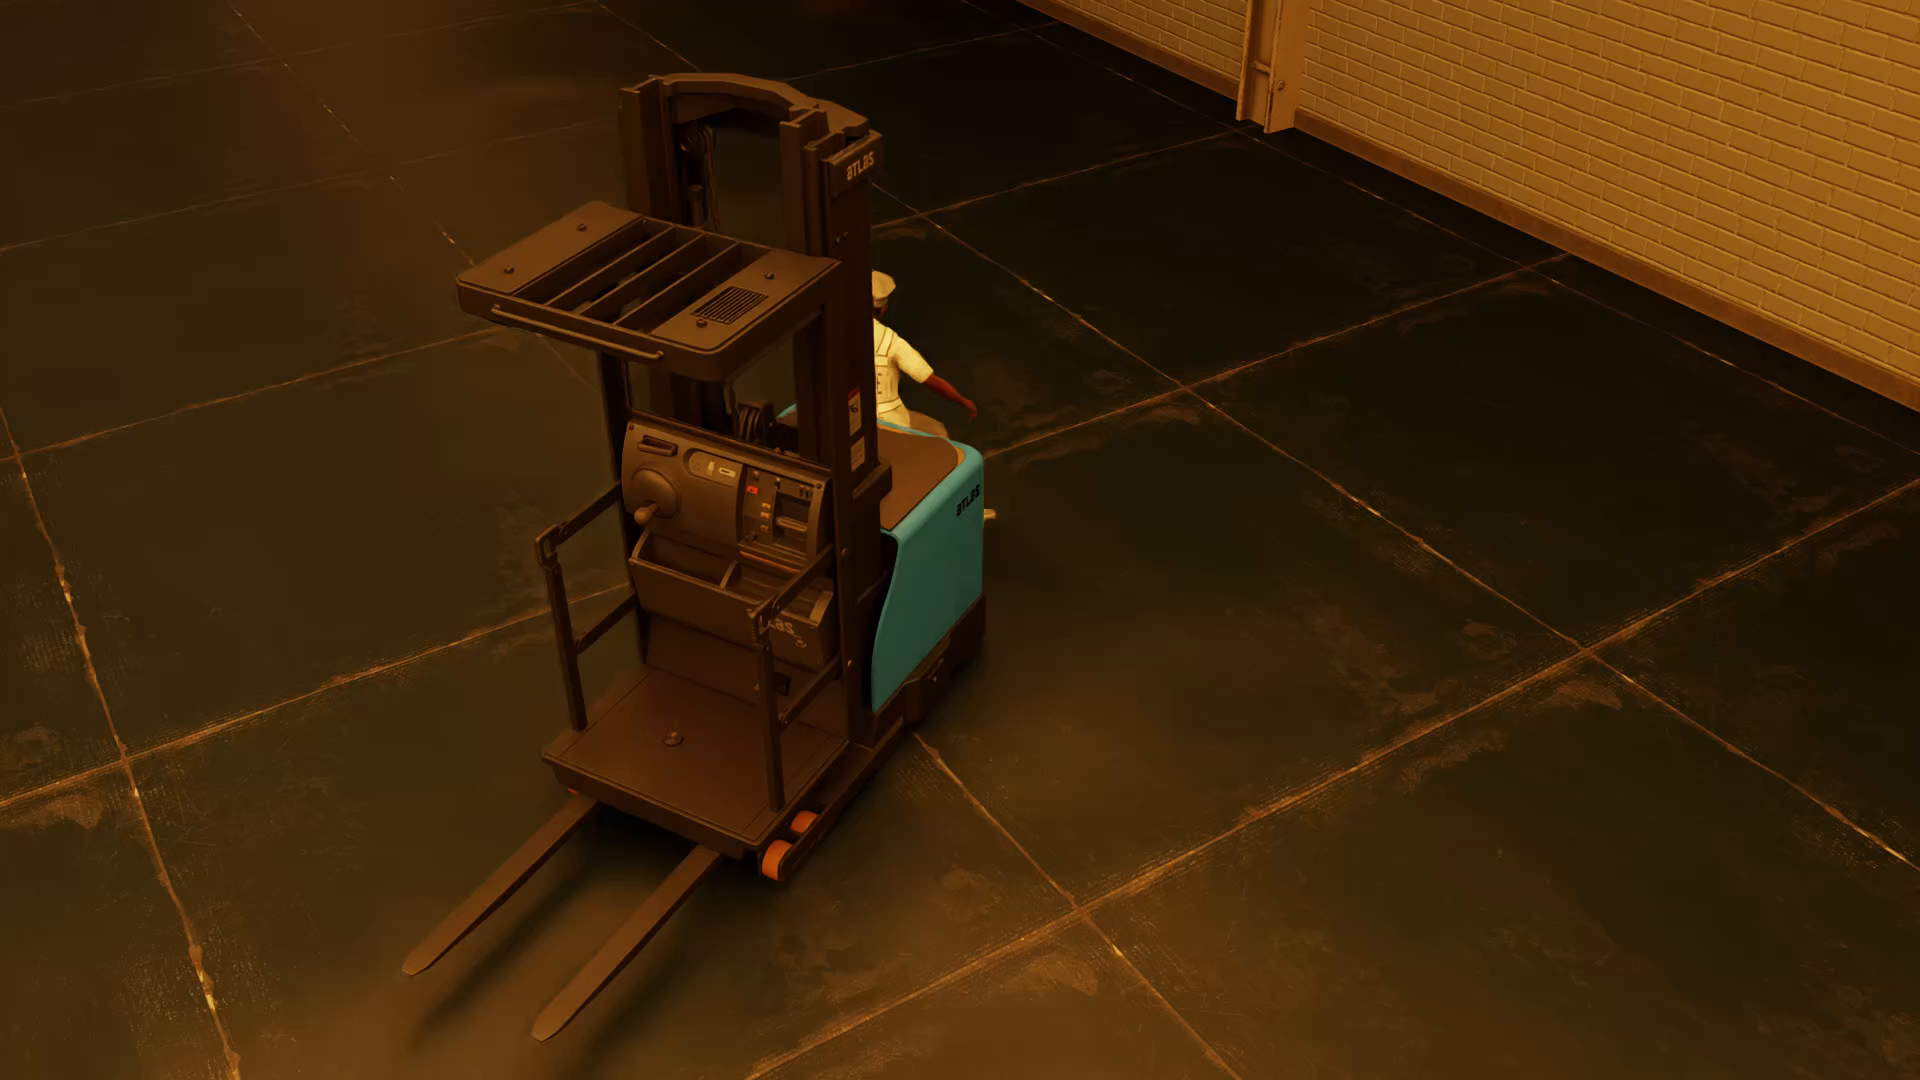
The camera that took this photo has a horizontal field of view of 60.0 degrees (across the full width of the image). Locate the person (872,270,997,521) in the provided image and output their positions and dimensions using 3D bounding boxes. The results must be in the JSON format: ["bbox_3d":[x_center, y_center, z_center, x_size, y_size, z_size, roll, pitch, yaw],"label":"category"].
[{"bbox_3d":[-0.295,-0.665,8.428,0.983,1.425,0.886,2,35,3],"label":"person"}]

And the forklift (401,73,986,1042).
[{"bbox_3d":[-1.028,-0.118,6.315,1.130,2.935,3.031,17,39,23],"label":"forklift"}]
